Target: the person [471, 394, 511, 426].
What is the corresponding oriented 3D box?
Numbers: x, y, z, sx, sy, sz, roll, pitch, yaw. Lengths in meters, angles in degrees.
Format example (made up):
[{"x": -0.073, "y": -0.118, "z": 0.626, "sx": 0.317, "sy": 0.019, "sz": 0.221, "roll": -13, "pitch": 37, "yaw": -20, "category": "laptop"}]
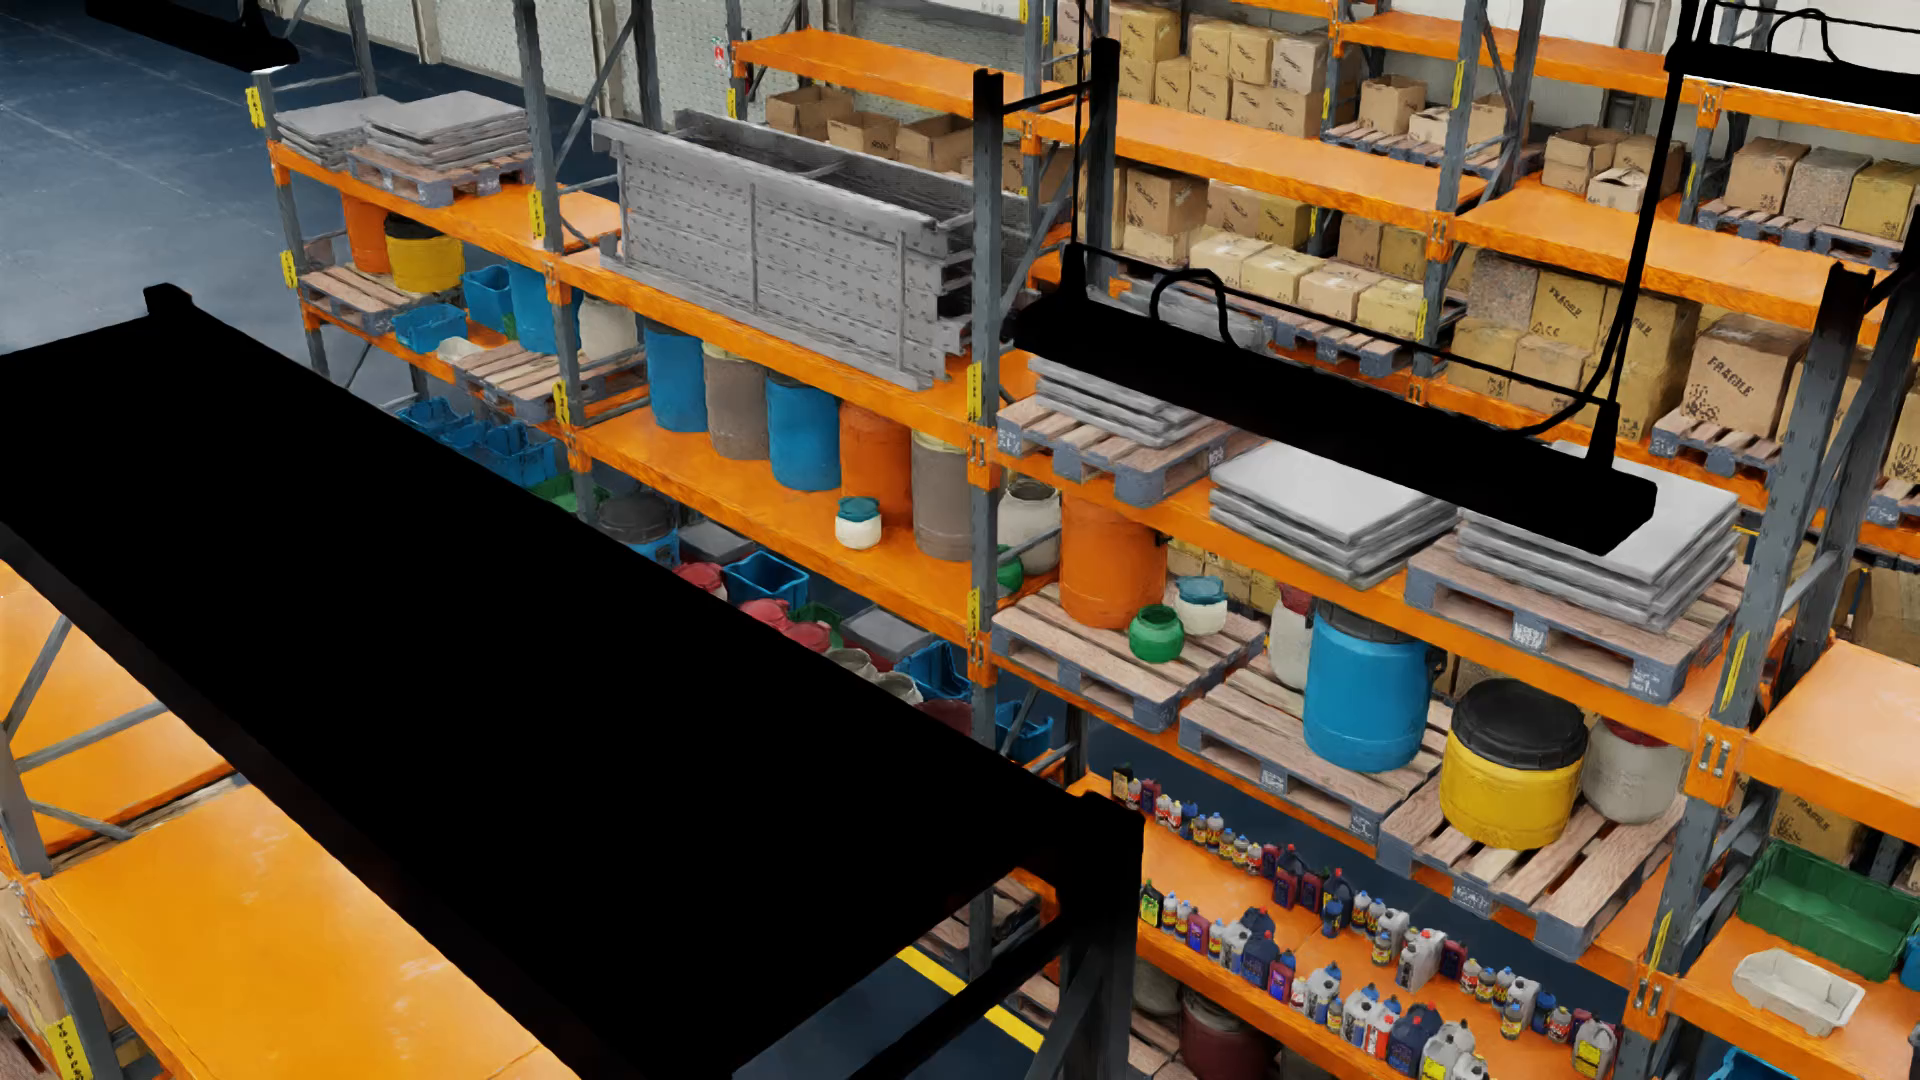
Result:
[{"x": -5.035, "y": -1.681, "z": 17.501, "sx": 0.522, "sy": 1.671, "sz": 0.683, "roll": -7, "pitch": 30, "yaw": -12, "category": "person"}]
